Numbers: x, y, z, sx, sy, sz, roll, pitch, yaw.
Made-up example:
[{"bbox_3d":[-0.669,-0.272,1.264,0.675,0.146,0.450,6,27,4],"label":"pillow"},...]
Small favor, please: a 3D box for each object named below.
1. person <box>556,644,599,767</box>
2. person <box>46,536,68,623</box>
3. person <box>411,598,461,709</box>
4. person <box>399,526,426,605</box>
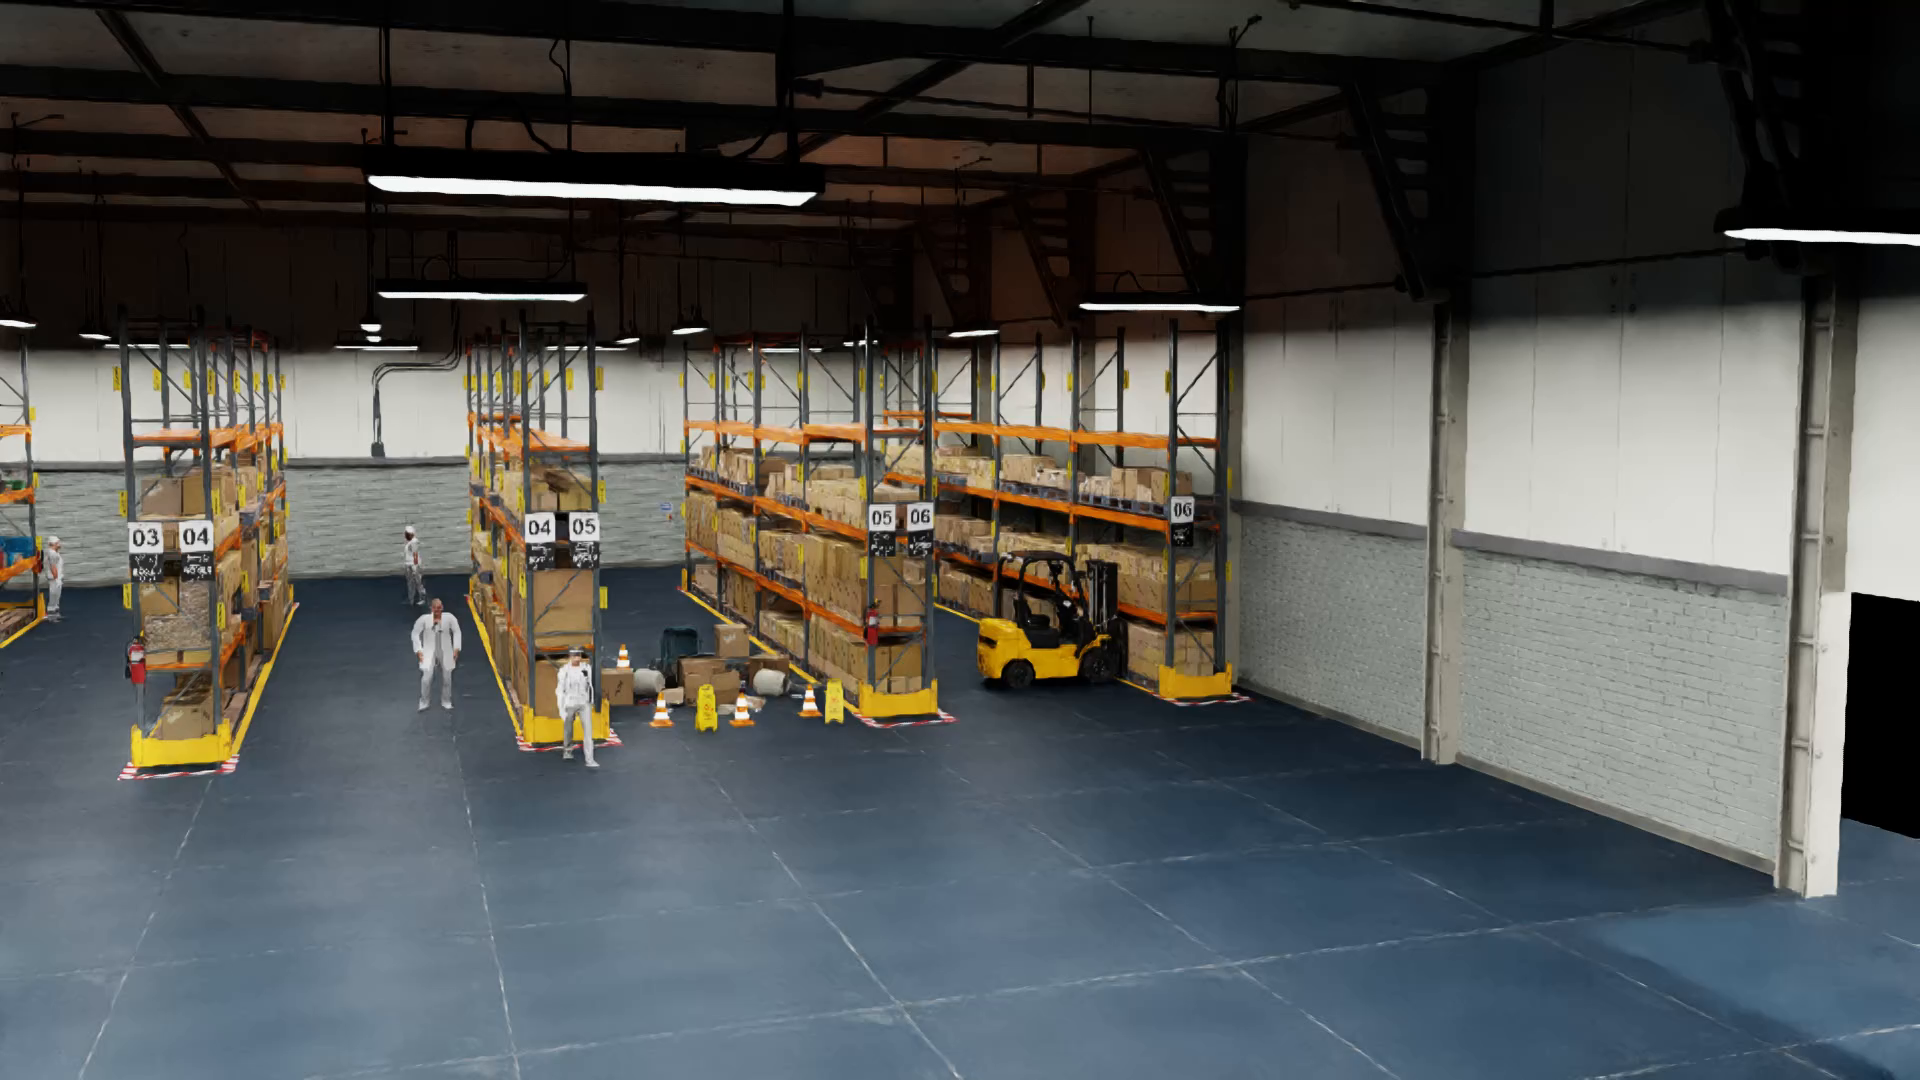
[{"bbox_3d":[-5.010,2.137,21.686,0.498,1.573,1.075,-2,6,-21],"label":"person"},{"bbox_3d":[-18.796,0.808,34.584,0.380,1.796,0.679,-3,6,-29],"label":"person"},{"bbox_3d":[-7.999,1.736,25.420,0.729,1.733,0.546,-2,6,-20],"label":"person"},{"bbox_3d":[-12.312,0.566,37.361,0.515,1.787,0.664,-3,6,-28],"label":"person"}]
